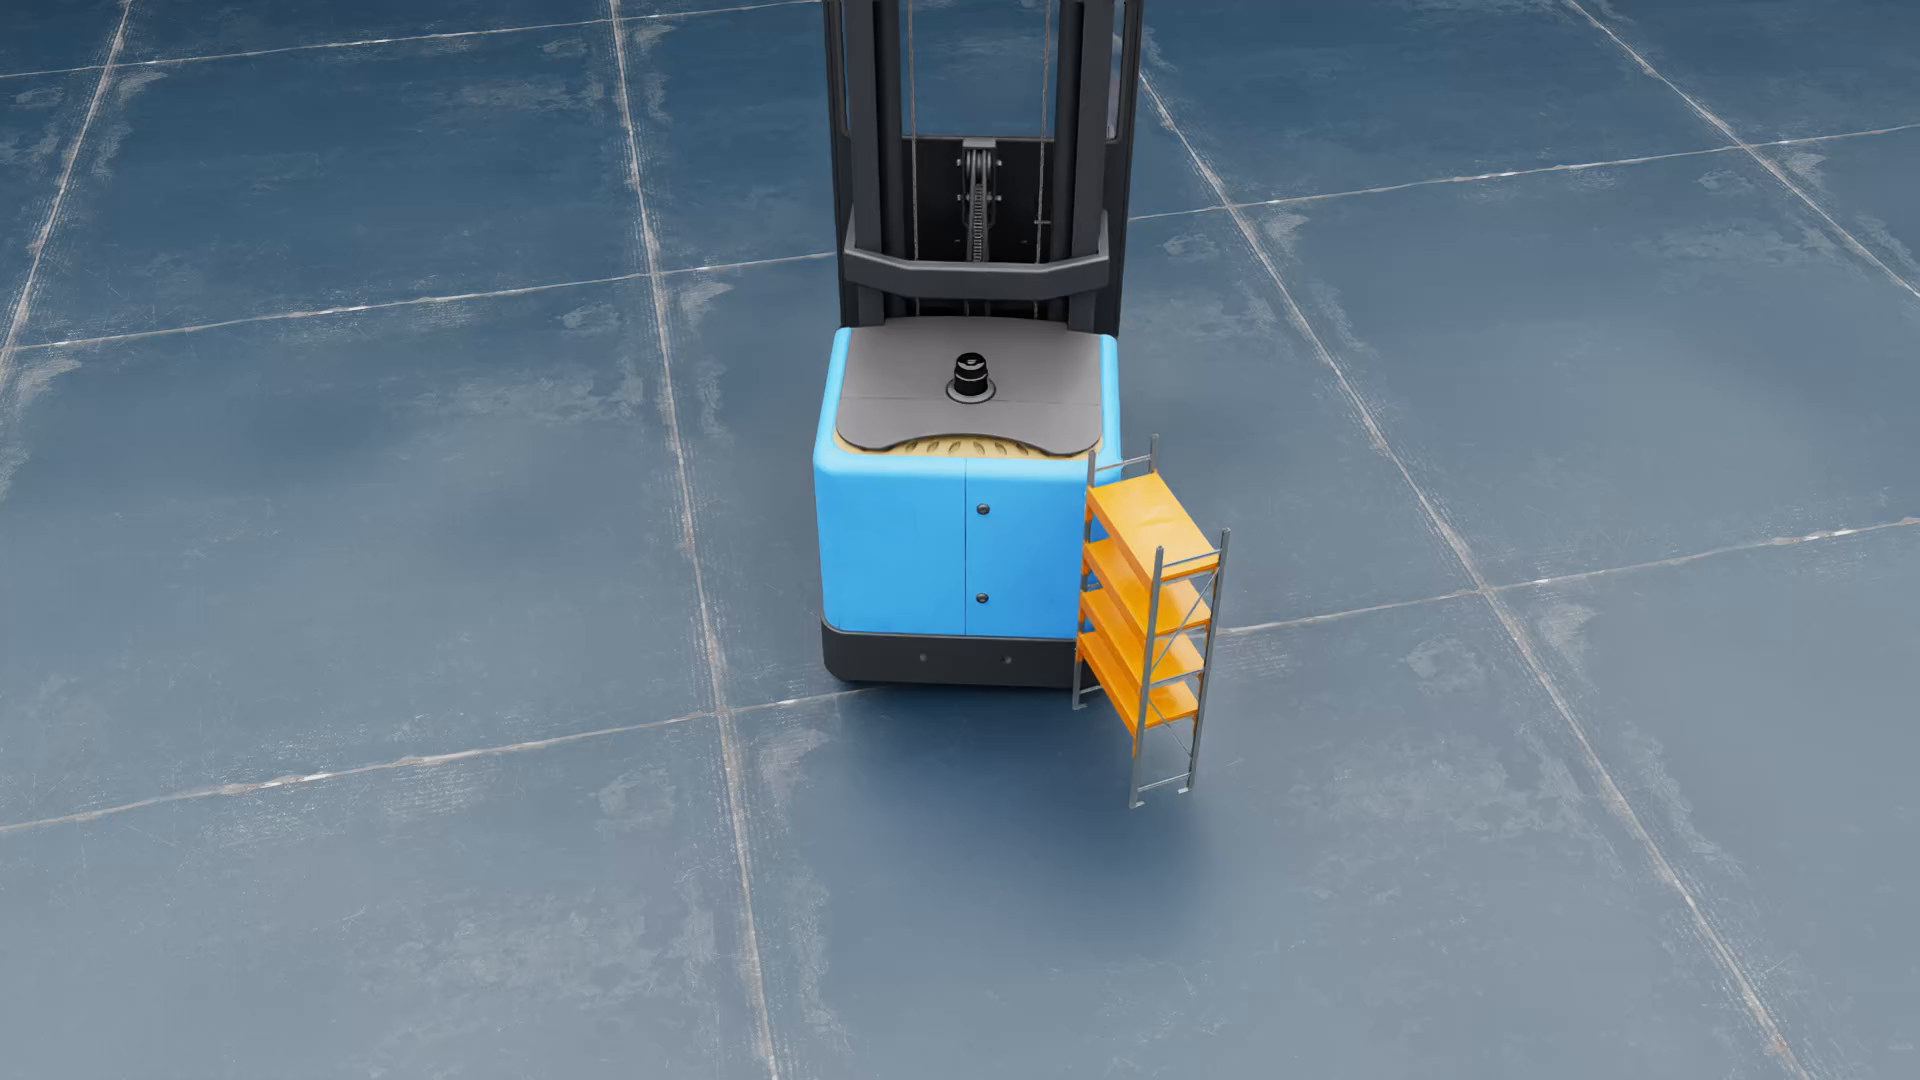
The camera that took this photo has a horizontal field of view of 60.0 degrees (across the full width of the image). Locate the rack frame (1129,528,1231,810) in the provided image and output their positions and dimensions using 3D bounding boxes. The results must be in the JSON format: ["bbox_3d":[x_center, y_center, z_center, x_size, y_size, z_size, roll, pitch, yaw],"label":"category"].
[{"bbox_3d":[0.695,0.444,5.346,0.240,1.200,0.015,-14,44,-15],"label":"rack frame"}]

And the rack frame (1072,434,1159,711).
[{"bbox_3d":[0.522,0.141,5.687,0.240,1.200,0.015,-14,44,-15],"label":"rack frame"}]

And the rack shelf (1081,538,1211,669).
[{"bbox_3d":[0.608,0.175,5.413,0.258,0.148,0.480,-14,44,-15],"label":"rack shelf"}]

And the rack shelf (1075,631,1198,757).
[{"bbox_3d":[0.608,0.491,5.693,0.258,0.148,0.480,-14,44,-15],"label":"rack shelf"}]

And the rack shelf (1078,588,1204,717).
[{"bbox_3d":[0.608,0.343,5.561,0.258,0.148,0.480,-14,44,-15],"label":"rack shelf"}]

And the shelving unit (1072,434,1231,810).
[{"bbox_3d":[0.608,0.292,5.517,0.258,1.200,0.503,-14,44,-15],"label":"shelving unit"}]

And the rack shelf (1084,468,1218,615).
[{"bbox_3d":[0.608,-0.001,5.256,0.258,0.148,0.480,-14,44,-15],"label":"rack shelf"}]

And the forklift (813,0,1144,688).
[{"bbox_3d":[0.090,-1.521,6.256,1.130,2.935,3.031,2,42,2],"label":"forklift"}]
